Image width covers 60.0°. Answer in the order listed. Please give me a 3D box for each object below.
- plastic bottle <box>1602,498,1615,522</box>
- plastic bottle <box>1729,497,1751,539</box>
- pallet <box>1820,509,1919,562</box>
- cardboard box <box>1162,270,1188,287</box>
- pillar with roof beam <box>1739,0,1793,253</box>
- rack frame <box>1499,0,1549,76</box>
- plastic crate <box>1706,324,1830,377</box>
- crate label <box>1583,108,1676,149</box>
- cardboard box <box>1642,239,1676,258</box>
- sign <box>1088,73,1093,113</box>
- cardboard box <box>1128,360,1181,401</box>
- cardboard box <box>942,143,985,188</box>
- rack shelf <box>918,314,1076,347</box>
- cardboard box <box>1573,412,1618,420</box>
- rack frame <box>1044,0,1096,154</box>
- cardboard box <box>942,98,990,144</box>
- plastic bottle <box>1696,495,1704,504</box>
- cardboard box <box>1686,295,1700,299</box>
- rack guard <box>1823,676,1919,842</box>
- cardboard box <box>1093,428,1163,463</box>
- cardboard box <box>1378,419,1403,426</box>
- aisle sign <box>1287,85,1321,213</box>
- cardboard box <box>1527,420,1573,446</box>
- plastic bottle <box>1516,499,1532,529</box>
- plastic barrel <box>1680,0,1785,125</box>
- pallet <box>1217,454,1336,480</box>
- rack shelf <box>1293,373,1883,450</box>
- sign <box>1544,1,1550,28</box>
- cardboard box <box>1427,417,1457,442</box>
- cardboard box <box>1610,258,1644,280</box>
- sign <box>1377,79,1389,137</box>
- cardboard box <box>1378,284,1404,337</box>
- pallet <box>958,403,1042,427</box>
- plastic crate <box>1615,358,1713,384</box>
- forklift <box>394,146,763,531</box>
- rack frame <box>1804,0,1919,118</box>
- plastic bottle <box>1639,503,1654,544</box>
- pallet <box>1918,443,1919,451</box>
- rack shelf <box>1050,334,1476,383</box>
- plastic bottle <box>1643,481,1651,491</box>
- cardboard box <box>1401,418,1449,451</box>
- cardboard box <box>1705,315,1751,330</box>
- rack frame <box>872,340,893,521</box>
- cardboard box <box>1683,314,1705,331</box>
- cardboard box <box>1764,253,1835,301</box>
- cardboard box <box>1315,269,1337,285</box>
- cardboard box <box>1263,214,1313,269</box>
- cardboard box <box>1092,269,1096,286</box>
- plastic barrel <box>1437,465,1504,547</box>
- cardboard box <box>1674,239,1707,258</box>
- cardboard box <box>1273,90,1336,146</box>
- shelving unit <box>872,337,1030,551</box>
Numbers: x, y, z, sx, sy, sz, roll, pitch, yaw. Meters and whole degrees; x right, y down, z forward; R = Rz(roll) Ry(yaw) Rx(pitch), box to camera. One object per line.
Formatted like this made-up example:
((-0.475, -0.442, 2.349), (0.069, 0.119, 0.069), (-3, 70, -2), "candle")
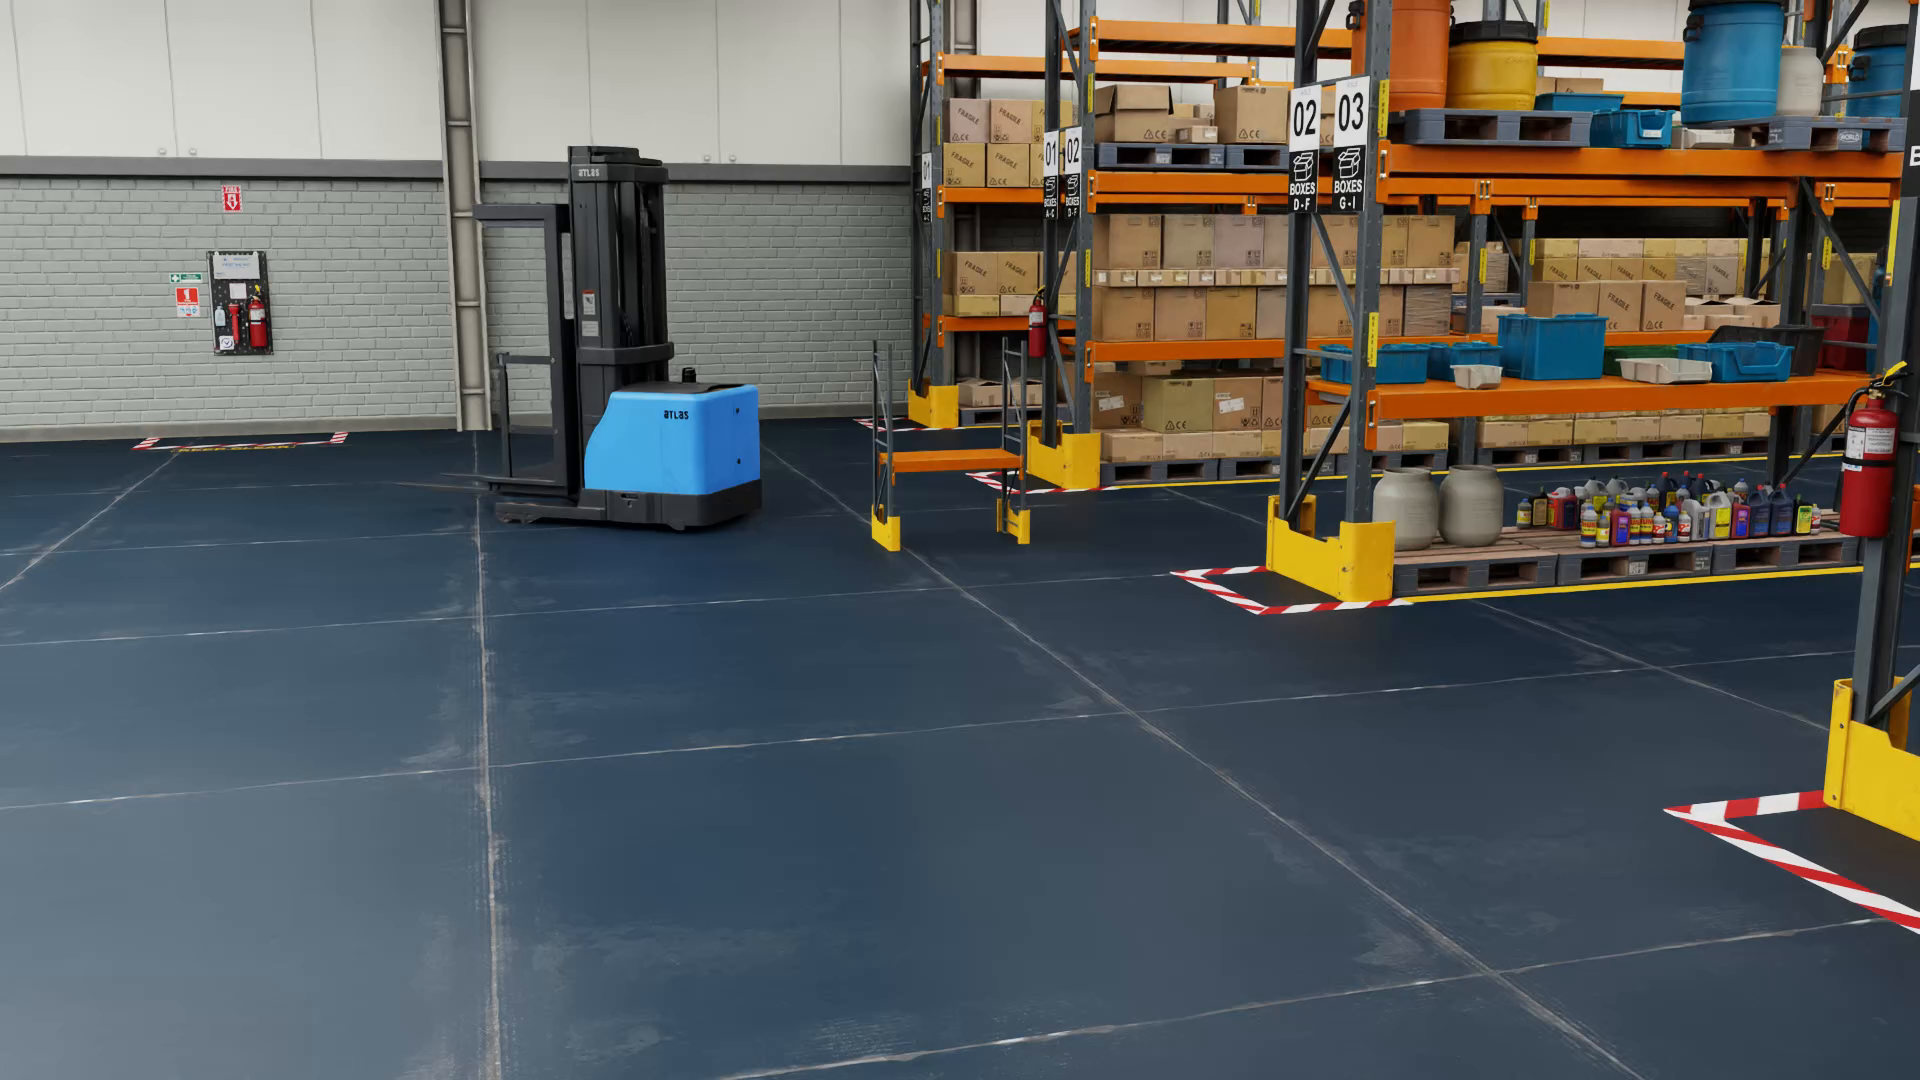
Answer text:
((4.622, -0.194, 11.831), (0.097, 0.201, 0.097), (0, 10, 0), "plastic bottle")
((5.339, -0.155, 11.390), (0.133, 0.283, 0.061), (-2, 11, -12), "plastic bottle")
((6.949, -0.057, 12.275), (1.213, 0.211, 1.003), (-3, 11, -16), "pallet")
((1.913, -2.418, 15.328), (0.250, 0.149, 0.380), (-3, 11, -16), "cardboard box")
((12.751, -5.897, 19.725), (0.400, 9.000, 9.100), (-3, 11, -16), "pillar with roof beam")
((7.277, -6.257, 21.681), (0.127, 3.000, 1.000), (-3, 11, -16), "rack frame")
((5.667, -1.347, 11.752), (0.504, 0.338, 0.767), (-3, 11, -16), "plastic crate")
((4.254, -2.619, 10.615), (0.408, 0.251, 0.502), (-3, 11, -16), "crate label")
((9.268, -3.939, 22.436), (0.500, 0.250, 0.500), (-3, 11, -17), "cardboard box")
((1.133, -3.888, 14.465), (0.005, 0.325, 0.100), (-3, 11, -16), "sign")
((2.451, -2.032, 20.988), (0.500, 0.500, 0.500), (-4, 11, -20), "cardboard box")
((-0.013, -4.410, 19.599), (0.500, 0.500, 0.500), (-3, 11, -14), "cardboard box")
((1.516, -2.649, 20.640), (4.000, 0.370, 1.077), (-3, 11, -16), "rack shelf")
((6.270, -1.402, 16.763), (0.500, 0.311, 0.500), (-3, 11, -18), "cardboard box")
((0.984, -4.991, 14.805), (0.127, 3.000, 1.000), (-3, 11, -16), "rack frame")
((0.033, -4.905, 19.529), (0.500, 0.500, 0.500), (-4, 11, -20), "cardboard box")
((5.120, -0.170, 11.475), (0.133, 0.283, 0.061), (-3, 11, -16), "plastic bottle")
((9.885, -3.283, 22.732), (0.250, 0.149, 0.380), (-3, 11, -16), "cardboard box")
((3.822, 0.907, 6.240), (0.348, 0.500, 1.175), (-3, 11, -16), "rack guard")
((1.561, -0.884, 15.497), (0.500, 0.250, 0.500), (-3, 11, -16), "cardboard box")
((3.957, -1.382, 16.131), (0.500, 0.500, 0.500), (-3, 11, -16), "cardboard box")
((2.213, -2.506, 10.696), (0.004, 0.787, 0.394), (-3, 11, -16), "aisle sign")
((5.772, -1.101, 16.675), (0.500, 0.250, 0.500), (-3, 11, -15), "cardboard box")
((4.006, -0.189, 11.803), (0.097, 0.201, 0.097), (0, 10, 0), "plastic bottle")
((5.220, -3.279, 11.242), (0.708, 0.901, 0.600), (-3, 11, -16), "plastic barrel")
((2.876, -0.777, 16.183), (1.213, 0.211, 1.003), (-3, 11, -16), "pallet")
((4.285, -0.927, 11.285), (4.000, 0.370, 1.077), (-3, 11, -16), "rack shelf")
((7.438, -6.662, 21.080), (0.005, 0.325, 0.100), (-3, 11, -16), "sign")
((5.142, -1.169, 17.047), (0.500, 0.250, 0.500), (-3, 11, -16), "cardboard box")
((8.797, -3.542, 22.349), (0.500, 0.500, 0.500), (-3, 11, -16), "cardboard box")
((2.514, -2.564, 9.877), (0.005, 0.325, 0.100), (-3, 11, -16), "sign")
((3.896, -2.241, 16.160), (0.500, 0.500, 0.700), (-3, 11, -17), "cardboard box")
((0.459, -1.569, 20.488), (1.213, 0.211, 1.003), (-3, 11, -16), "pallet")
((4.717, -1.126, 11.108), (0.437, 0.136, 0.530), (-3, 11, -16), "plastic crate")
((-3.188, -1.654, 13.435), (3.031, 2.935, 1.130), (4, 11, 20), "forklift")
((6.205, -4.333, 11.227), (0.127, 3.000, 1.000), (-3, 11, -16), "rack frame")
((4.618, -0.114, 11.203), (0.097, 0.271, 0.097), (0, 10, 0), "plastic bottle")
((10.562, -1.167, 18.301), (1.213, 0.211, 1.003), (-3, 11, -16), "pallet")
((2.904, -1.788, 15.963), (4.000, 0.370, 1.077), (-3, 11, -16), "rack shelf")
((4.963, -0.283, 12.088), (0.133, 0.283, 0.061), (-3, 11, -13), "plastic bottle")
((4.440, -1.036, 16.325), (0.500, 0.250, 0.500), (-3, 11, -16), "cardboard box")
((7.879, -2.229, 17.062), (0.250, 0.149, 0.380), (-3, 11, -16), "cardboard box")
((-0.570, -0.708, 12.248), (0.032, 1.500, 0.500), (-3, 11, -16), "rack frame")
((7.456, -2.248, 17.167), (0.250, 0.149, 0.380), (-2, 11, -12), "cardboard box")
((11.643, -3.681, 23.430), (0.700, 0.700, 0.980), (-3, 11, -15), "cardboard box")
((3.404, -2.497, 15.756), (0.250, 0.149, 0.380), (-3, 11, -14), "cardboard box")
((2.955, -2.831, 15.780), (0.500, 0.500, 0.700), (-3, 11, -16), "cardboard box")
((1.297, -2.462, 15.566), (0.250, 0.149, 0.380), (-3, 11, -17), "cardboard box")
((3.457, -0.235, 11.248), (0.421, 0.512, 0.421), (0, 10, 0), "plastic barrel")
((9.757, -3.965, 22.577), (0.500, 0.250, 0.500), (-3, 11, -15), "cardboard box")
((3.208, -3.983, 15.783), (0.637, 0.503, 0.797), (-2, 11, -10), "cardboard box")
((-0.073, -0.734, 12.390), (1.083, 1.500, 0.587), (-3, 11, -16), "shelving unit")
